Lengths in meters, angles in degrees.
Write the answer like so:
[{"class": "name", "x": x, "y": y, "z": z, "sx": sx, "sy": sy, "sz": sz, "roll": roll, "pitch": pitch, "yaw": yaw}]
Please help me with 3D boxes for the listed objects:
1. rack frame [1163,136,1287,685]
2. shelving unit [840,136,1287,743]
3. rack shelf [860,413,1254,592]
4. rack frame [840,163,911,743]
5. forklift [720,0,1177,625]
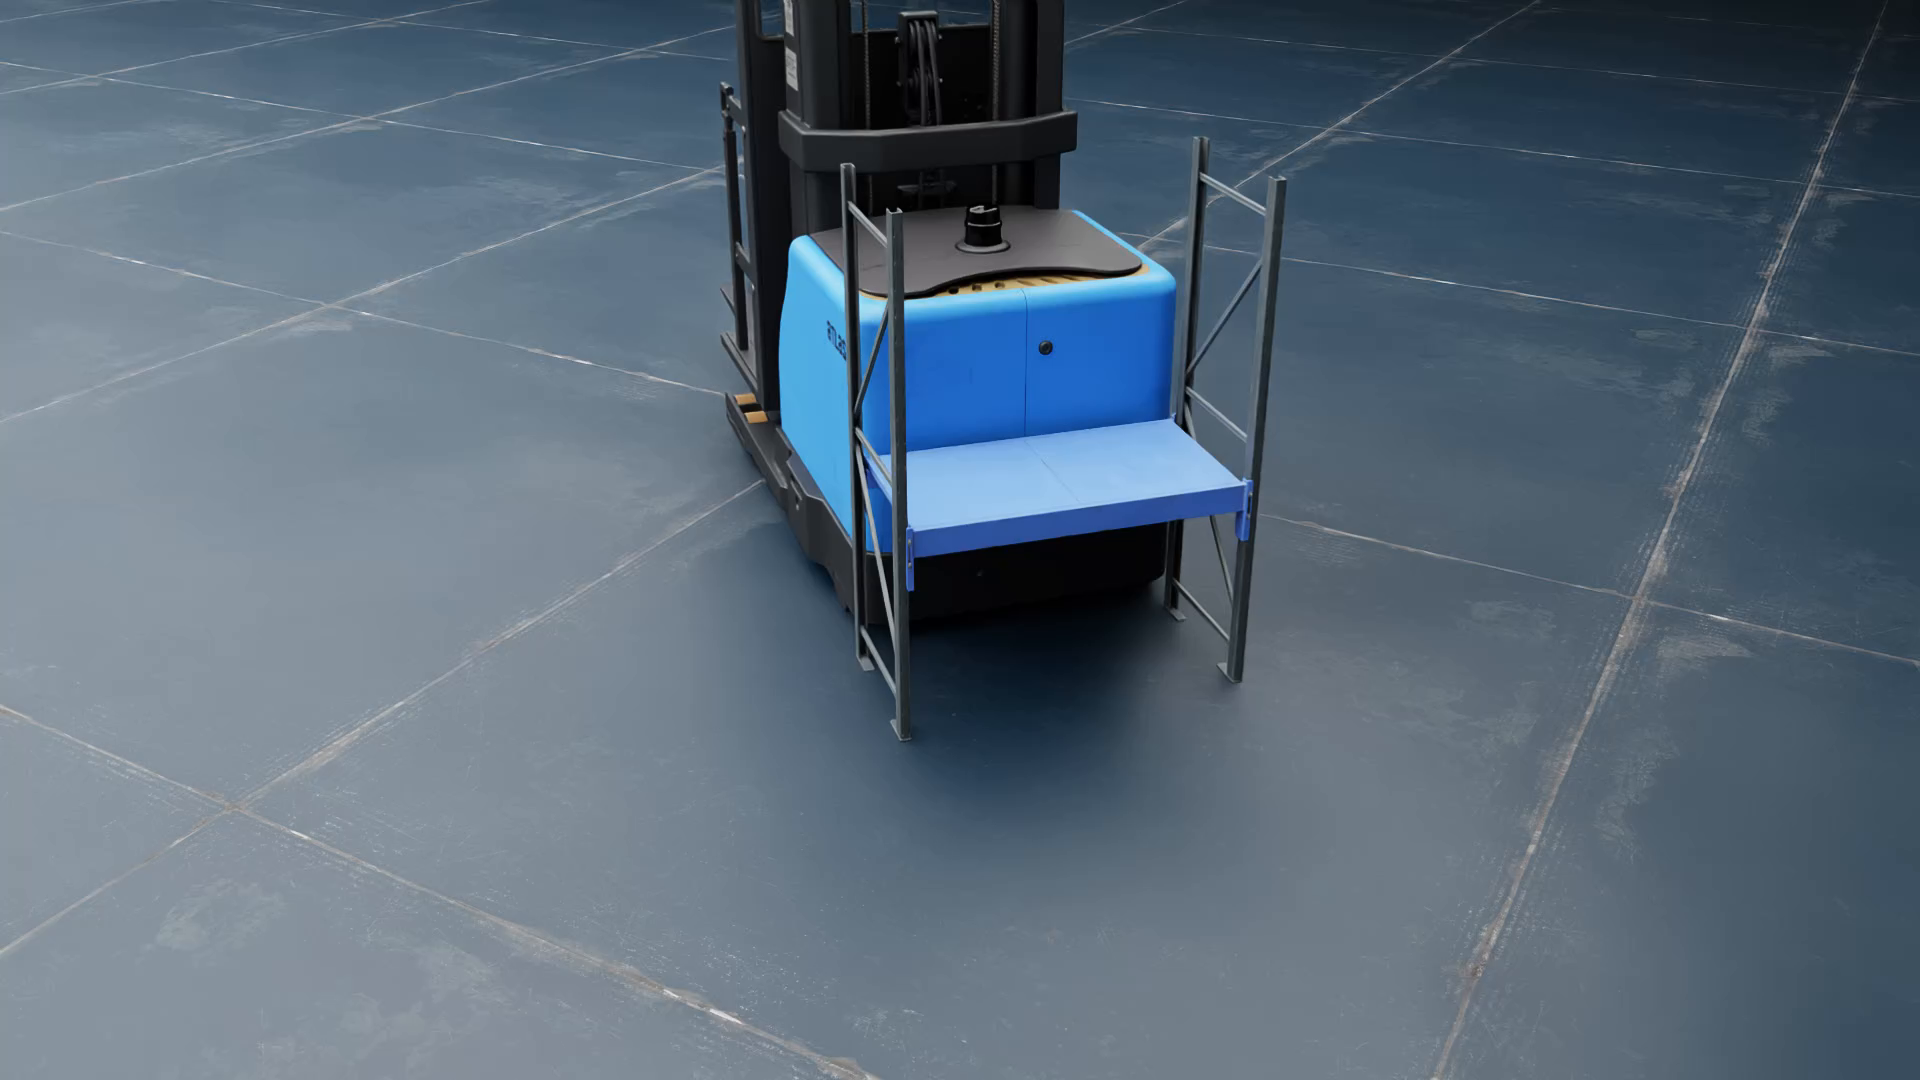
[{"class": "rack frame", "x": 0.743, "y": -0.353, "z": 4.778, "sx": 0.032, "sy": 1.500, "sz": 0.500, "roll": -8, "pitch": 28, "yaw": -16}, {"class": "shelving unit", "x": 0.259, "y": -0.284, "z": 4.640, "sx": 1.048, "sy": 1.500, "sz": 0.538, "roll": -8, "pitch": 28, "yaw": -16}, {"class": "rack shelf", "x": 0.258, "y": -0.123, "z": 4.721, "sx": 1.000, "sy": 0.185, "sz": 0.538, "roll": -8, "pitch": 28, "yaw": -16}, {"class": "rack frame", "x": -0.226, "y": -0.215, "z": 4.502, "sx": 0.032, "sy": 1.500, "sz": 0.500, "roll": -8, "pitch": 28, "yaw": -16}, {"class": "forklift", "x": -0.287, "y": -1.691, "z": 5.854, "sx": 1.130, "sy": 2.935, "sz": 3.031, "roll": -9, "pitch": 28, "yaw": -17}]
